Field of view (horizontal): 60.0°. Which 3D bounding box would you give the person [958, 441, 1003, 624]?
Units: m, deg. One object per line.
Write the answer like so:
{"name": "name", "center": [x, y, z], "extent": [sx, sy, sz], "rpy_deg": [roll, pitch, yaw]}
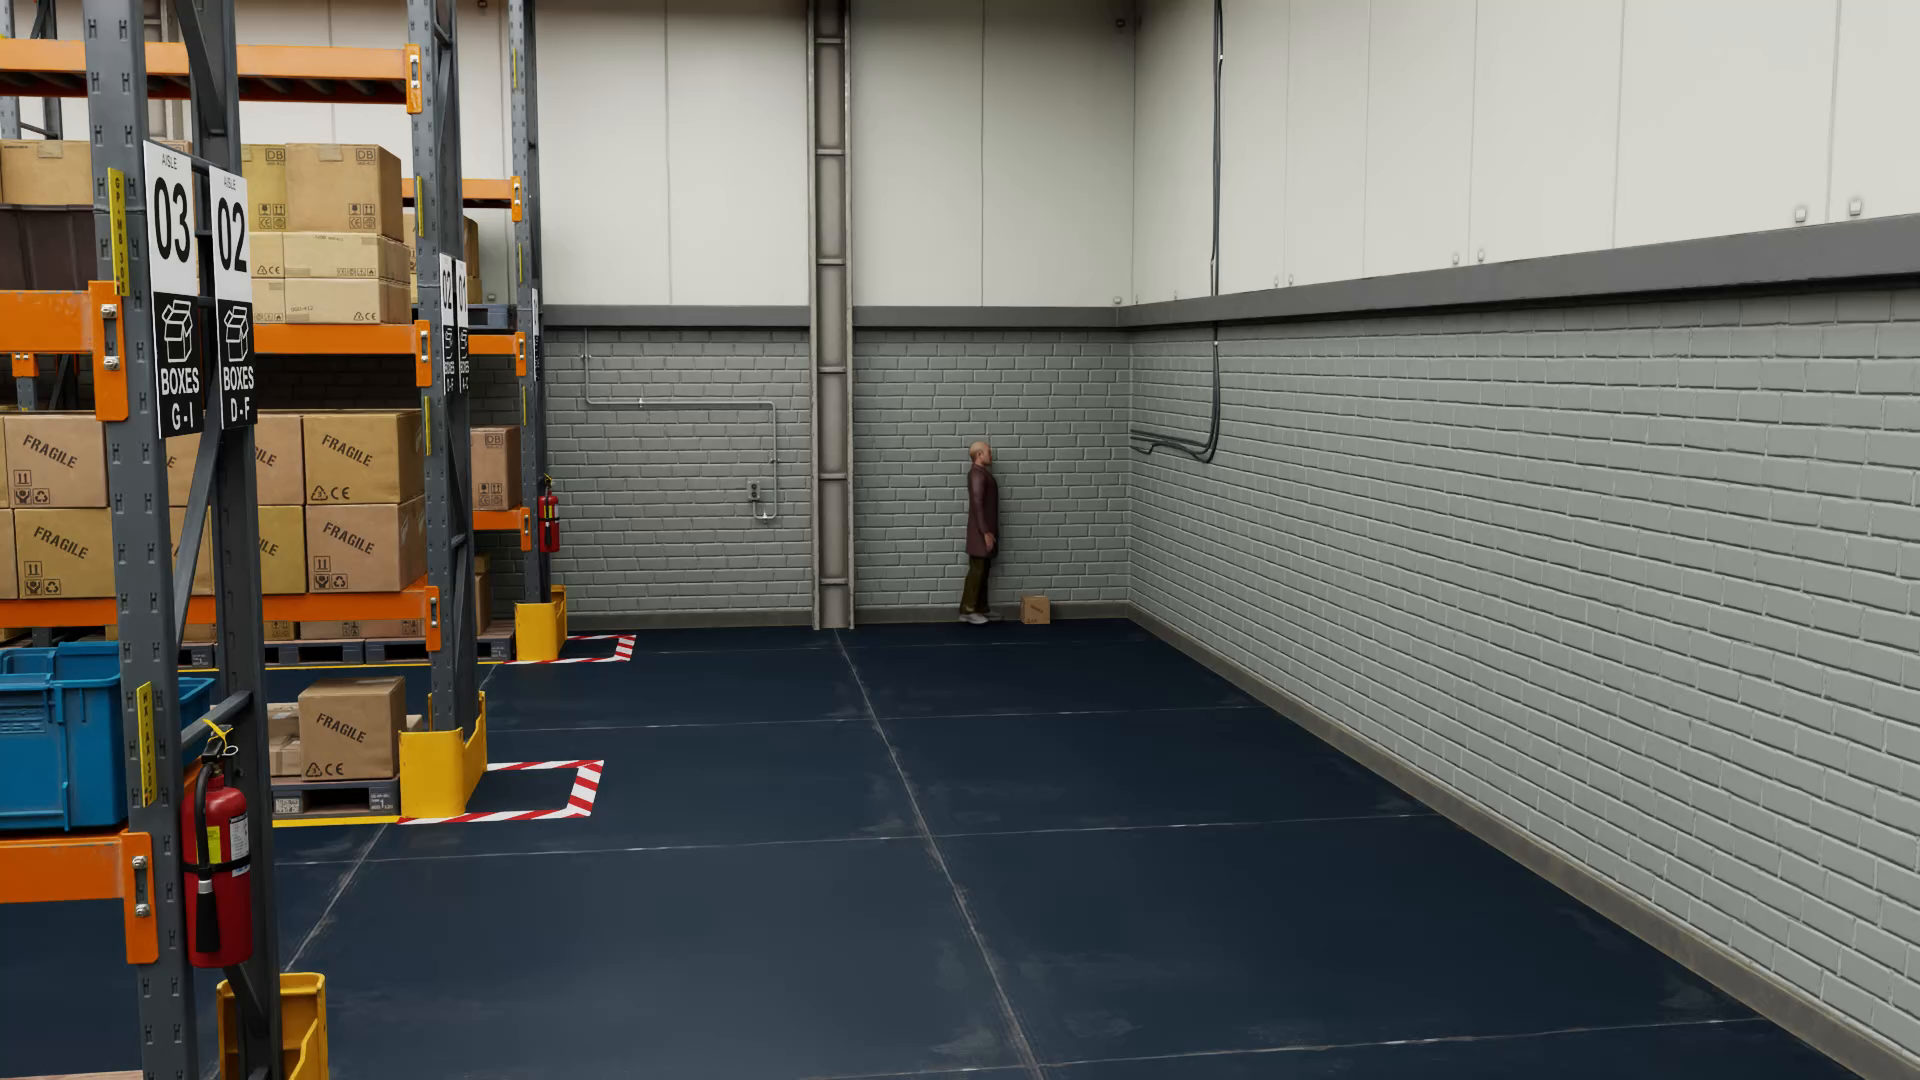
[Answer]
{"name": "person", "center": [0.209, -0.075, 16.293], "extent": [0.450, 1.778, 0.647], "rpy_deg": [0, 6, -1]}
